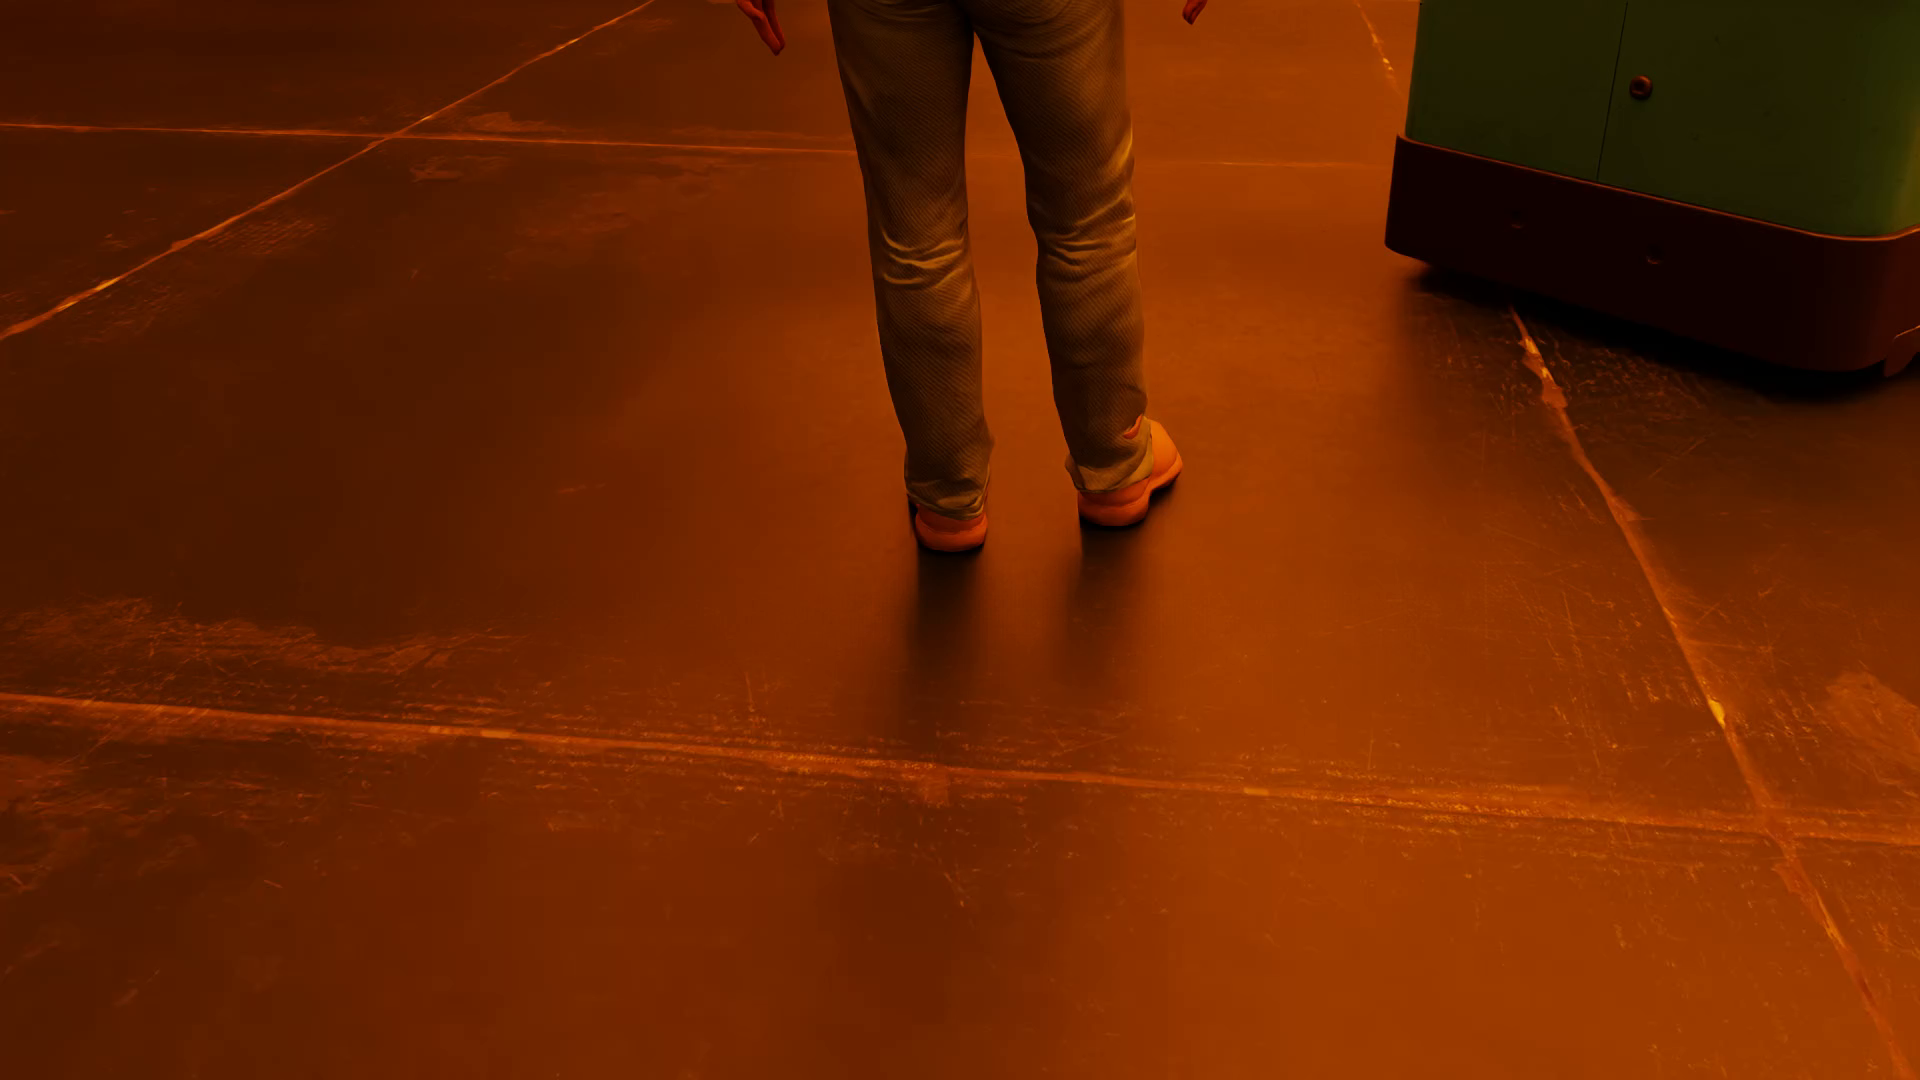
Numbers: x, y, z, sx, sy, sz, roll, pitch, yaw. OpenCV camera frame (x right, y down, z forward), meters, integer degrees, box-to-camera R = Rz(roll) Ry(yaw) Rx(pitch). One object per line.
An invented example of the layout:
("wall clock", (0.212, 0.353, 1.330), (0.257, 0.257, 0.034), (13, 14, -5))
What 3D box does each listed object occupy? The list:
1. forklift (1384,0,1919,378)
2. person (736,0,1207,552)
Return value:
("forklift", (2.405, -2.120, 3.466), (3.031, 2.935, 1.130), (-19, 32, -33))
("person", (0.015, -0.827, 2.163), (0.665, 1.765, 0.577), (3, 27, 7))
